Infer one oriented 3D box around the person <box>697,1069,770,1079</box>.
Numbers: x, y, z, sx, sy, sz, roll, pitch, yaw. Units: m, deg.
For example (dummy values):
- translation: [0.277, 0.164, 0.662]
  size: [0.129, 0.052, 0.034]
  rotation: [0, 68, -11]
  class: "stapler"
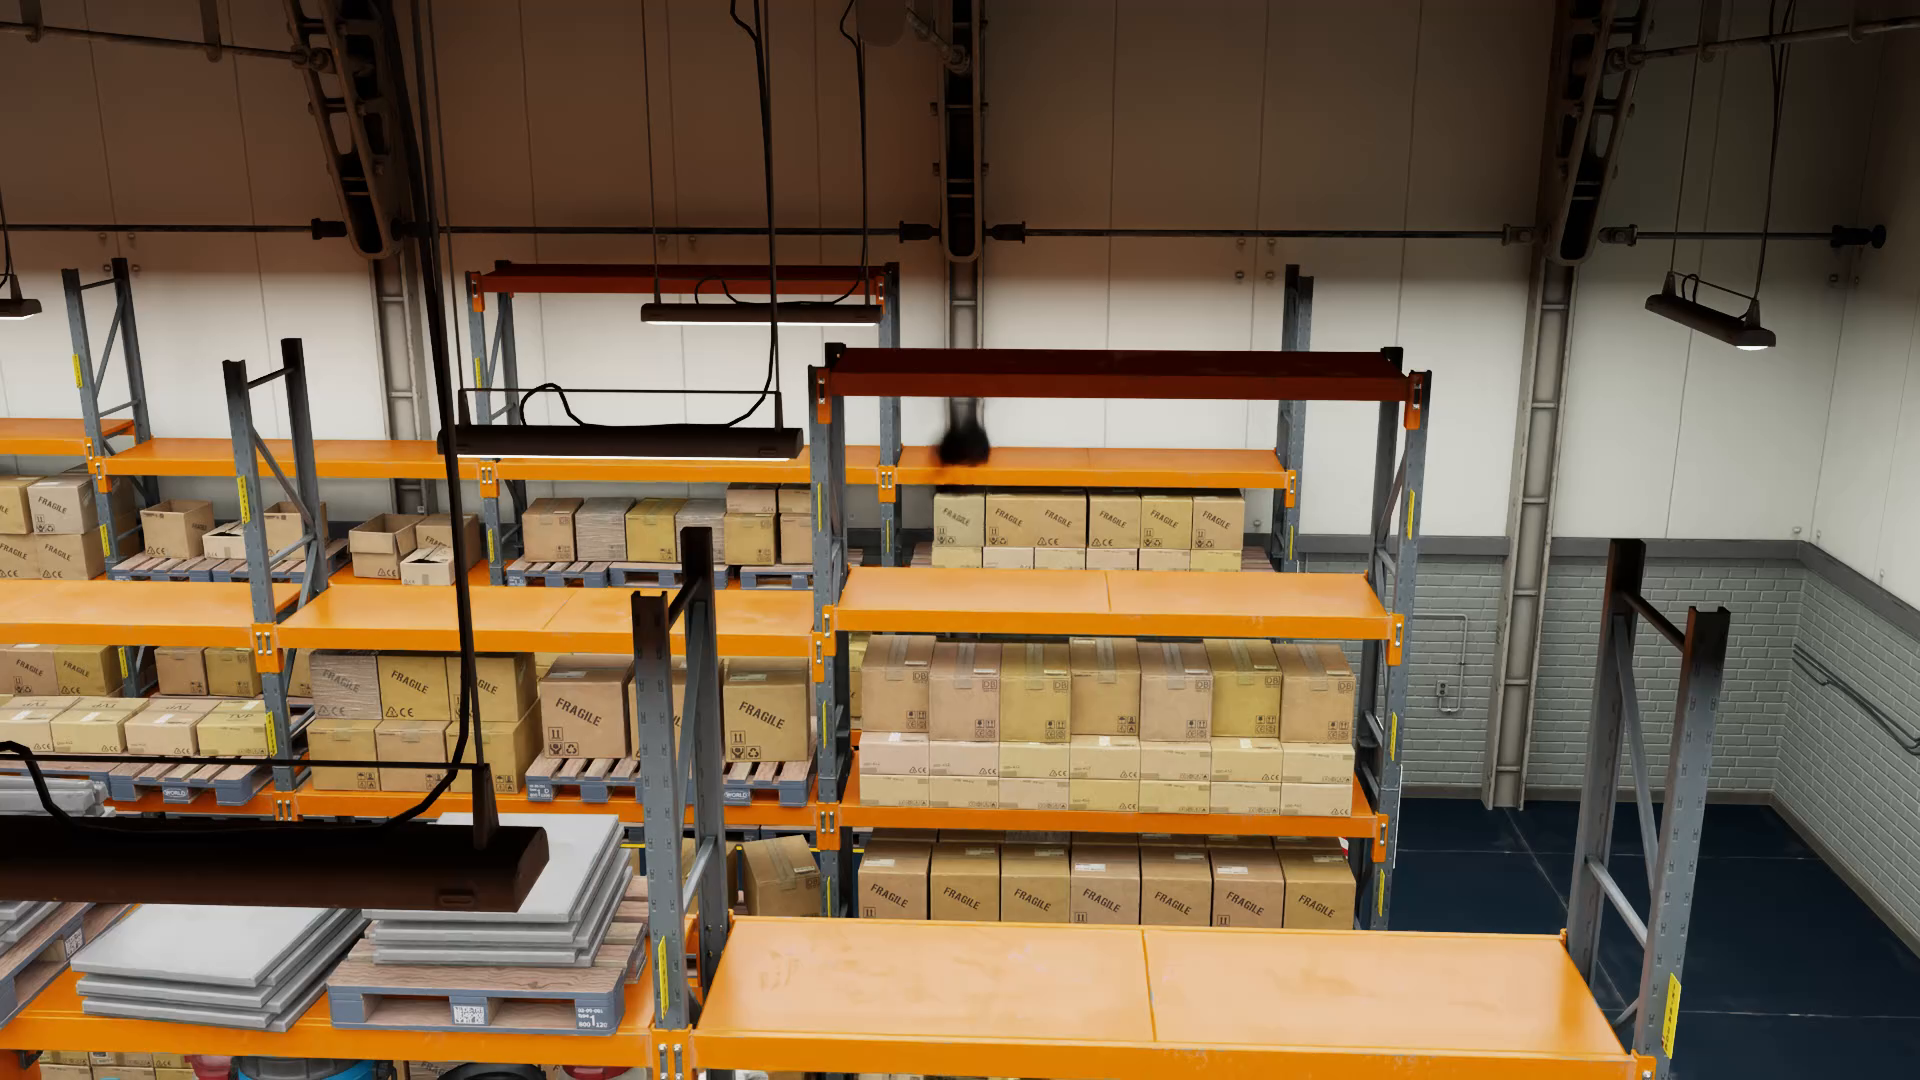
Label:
- translation: [-1.548, 4.134, 11.413]
  size: [0.620, 1.705, 0.782]
  rotation: [10, 19, 30]
  class: "person"
